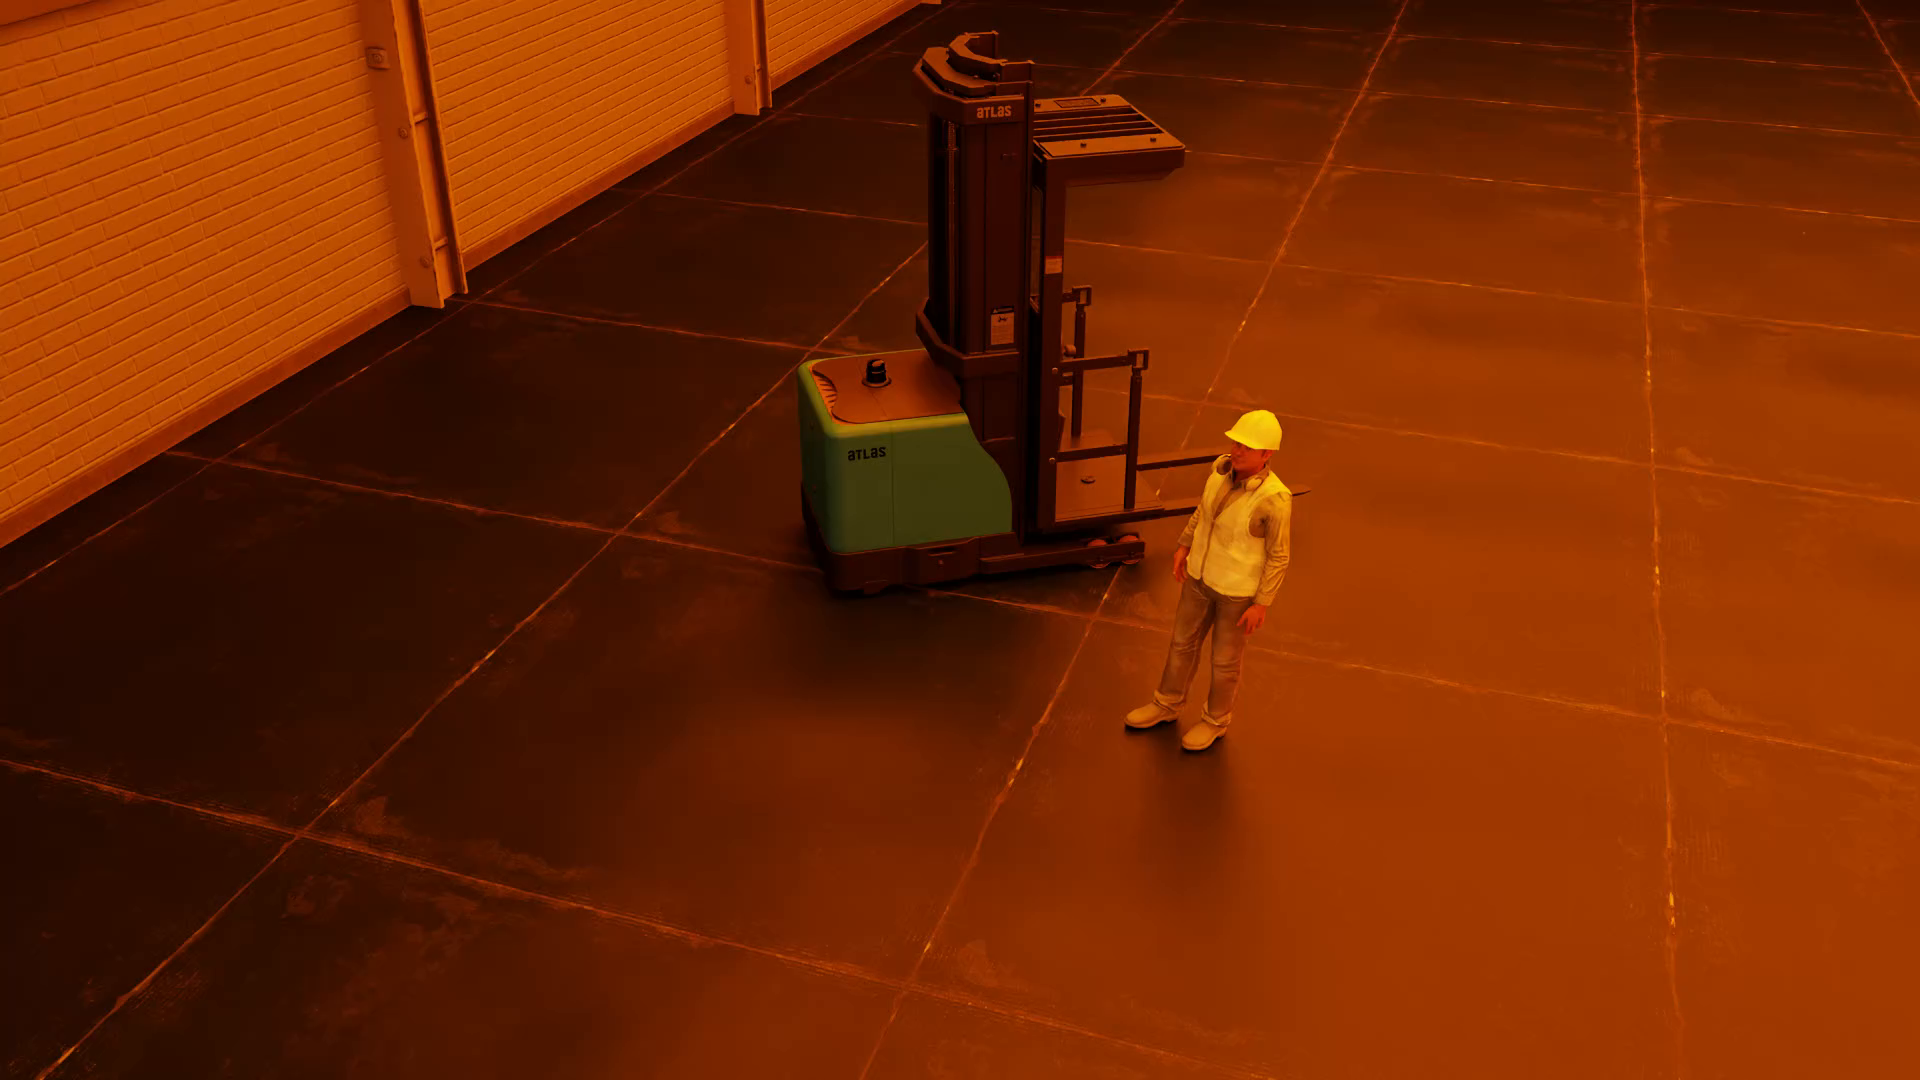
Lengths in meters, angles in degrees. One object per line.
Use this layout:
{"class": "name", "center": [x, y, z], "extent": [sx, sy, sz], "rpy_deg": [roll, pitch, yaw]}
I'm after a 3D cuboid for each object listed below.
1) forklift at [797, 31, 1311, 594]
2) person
{"class": "forklift", "center": [0.604, -1.352, 9.509], "extent": [3.031, 2.935, 1.130], "rpy_deg": [-7, 31, -13]}
{"class": "person", "center": [1.217, 0.206, 7.928], "extent": [0.570, 1.773, 0.630], "rpy_deg": [-18, 34, -28]}
